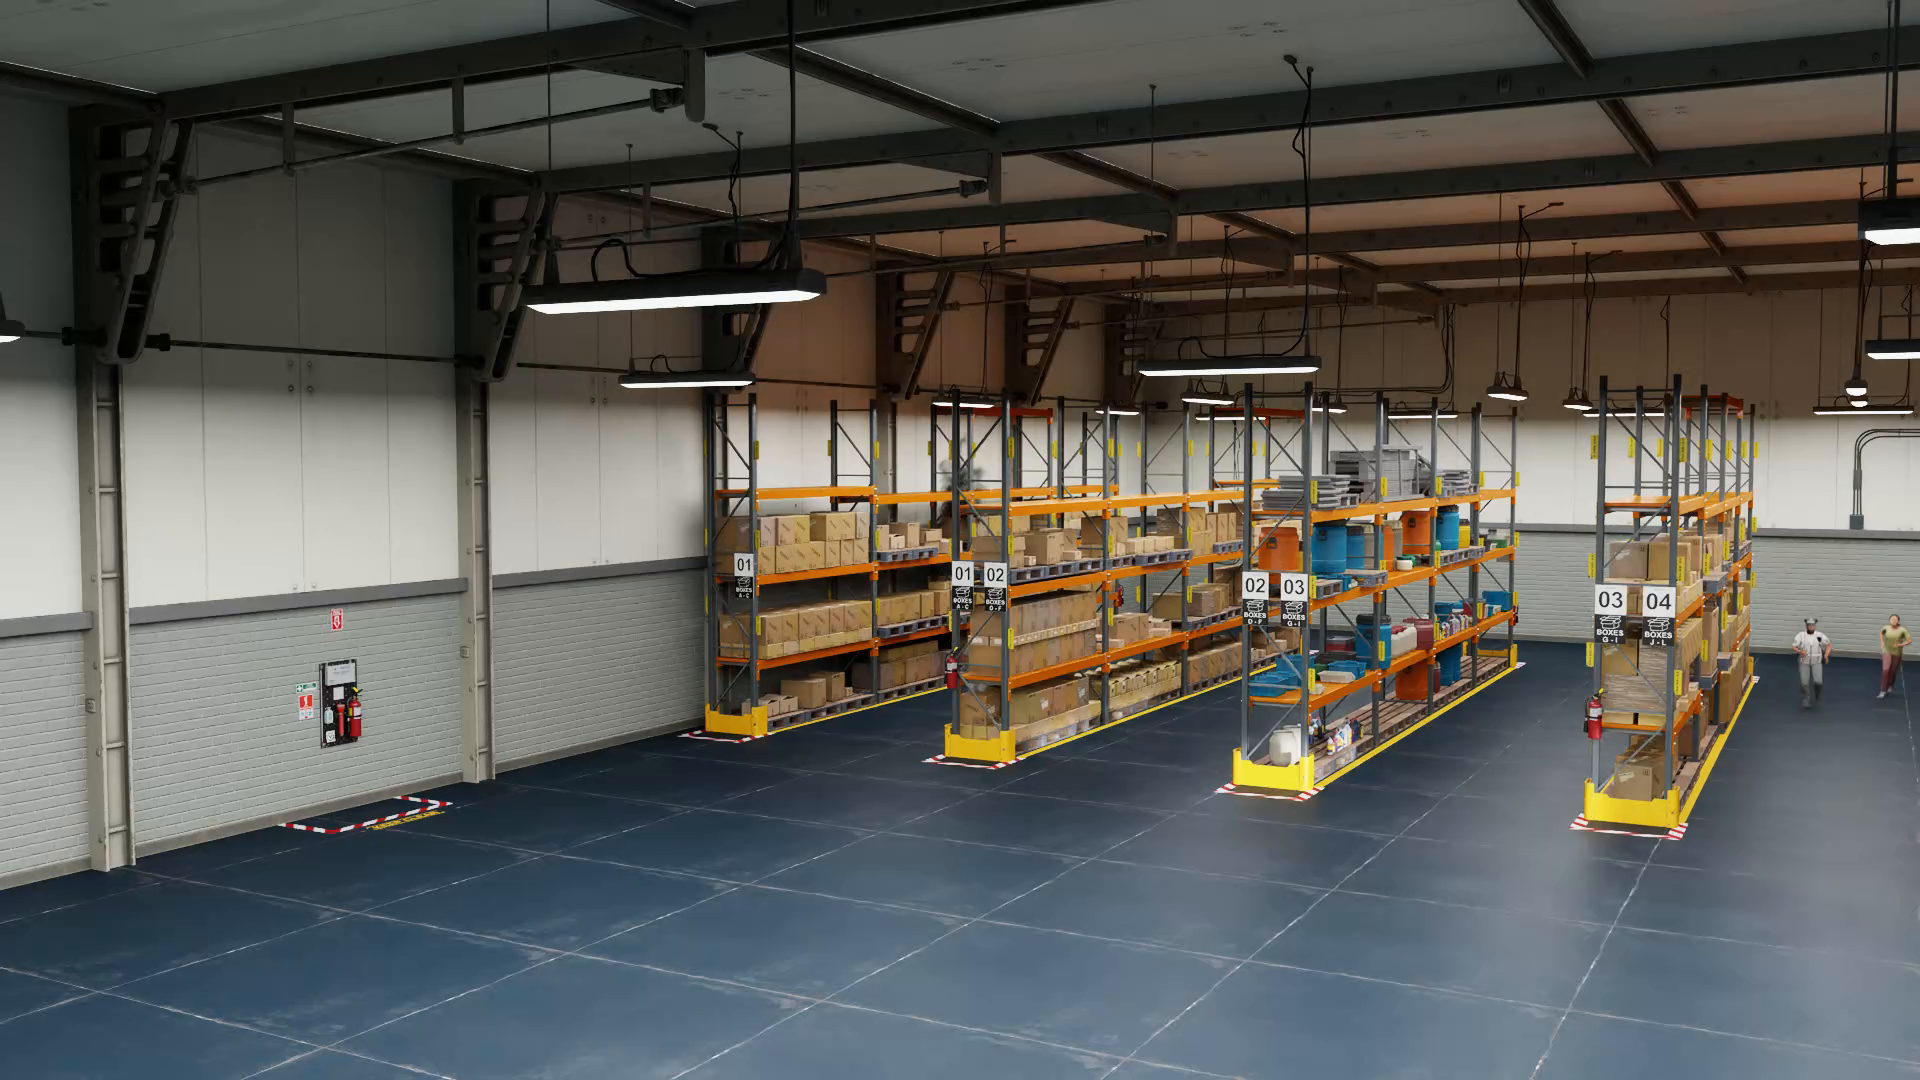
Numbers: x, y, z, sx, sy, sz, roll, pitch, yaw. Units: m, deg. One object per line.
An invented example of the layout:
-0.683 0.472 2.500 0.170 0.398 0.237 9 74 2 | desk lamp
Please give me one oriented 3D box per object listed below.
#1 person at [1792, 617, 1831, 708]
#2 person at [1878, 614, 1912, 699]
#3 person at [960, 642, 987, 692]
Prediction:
16.516 2.379 32.273 0.684 1.755 0.639 2 3 27 | person
18.976 2.343 33.740 0.575 1.703 0.840 2 4 34 | person
0.328 2.464 30.900 0.684 1.732 0.594 1 3 12 | person
